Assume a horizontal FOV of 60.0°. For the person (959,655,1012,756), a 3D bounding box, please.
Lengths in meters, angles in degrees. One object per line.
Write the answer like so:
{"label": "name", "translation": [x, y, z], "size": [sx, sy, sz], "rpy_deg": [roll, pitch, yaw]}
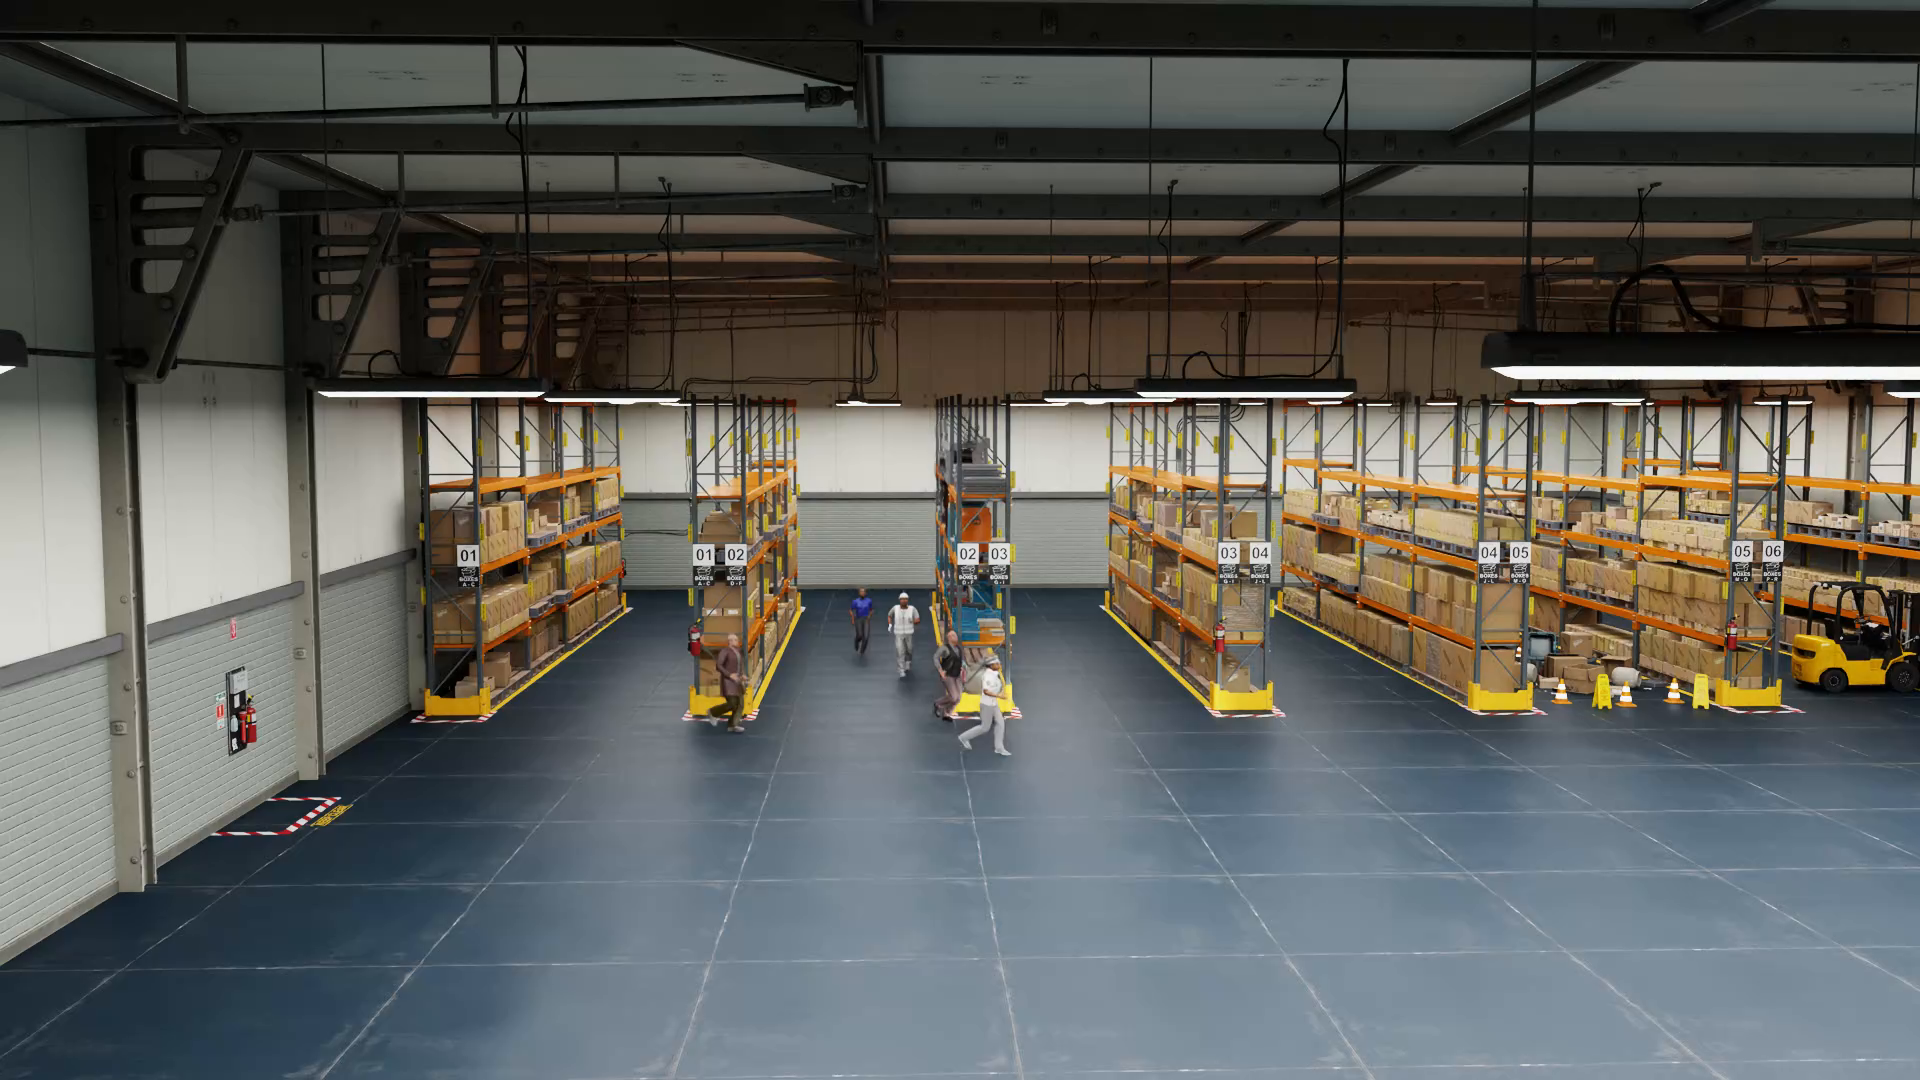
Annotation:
{"label": "person", "translation": [0.421, 2.728, 27.510], "size": [0.876, 1.691, 0.564], "rpy_deg": [1, 5, 13]}

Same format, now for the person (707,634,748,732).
{"label": "person", "translation": [-4.102, 2.540, 29.604], "size": [0.748, 1.730, 0.754], "rpy_deg": [2, 5, 25]}

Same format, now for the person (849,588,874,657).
{"label": "person", "translation": [-2.255, 1.899, 38.433], "size": [0.574, 1.603, 0.561], "rpy_deg": [-1, 5, -14]}

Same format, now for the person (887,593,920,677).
{"label": "person", "translation": [-1.203, 2.010, 35.648], "size": [0.691, 1.762, 0.994], "rpy_deg": [0, 5, -5]}

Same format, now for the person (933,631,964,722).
{"label": "person", "translation": [-0.159, 2.495, 30.453], "size": [0.540, 1.653, 0.683], "rpy_deg": [4, 6, 40]}
